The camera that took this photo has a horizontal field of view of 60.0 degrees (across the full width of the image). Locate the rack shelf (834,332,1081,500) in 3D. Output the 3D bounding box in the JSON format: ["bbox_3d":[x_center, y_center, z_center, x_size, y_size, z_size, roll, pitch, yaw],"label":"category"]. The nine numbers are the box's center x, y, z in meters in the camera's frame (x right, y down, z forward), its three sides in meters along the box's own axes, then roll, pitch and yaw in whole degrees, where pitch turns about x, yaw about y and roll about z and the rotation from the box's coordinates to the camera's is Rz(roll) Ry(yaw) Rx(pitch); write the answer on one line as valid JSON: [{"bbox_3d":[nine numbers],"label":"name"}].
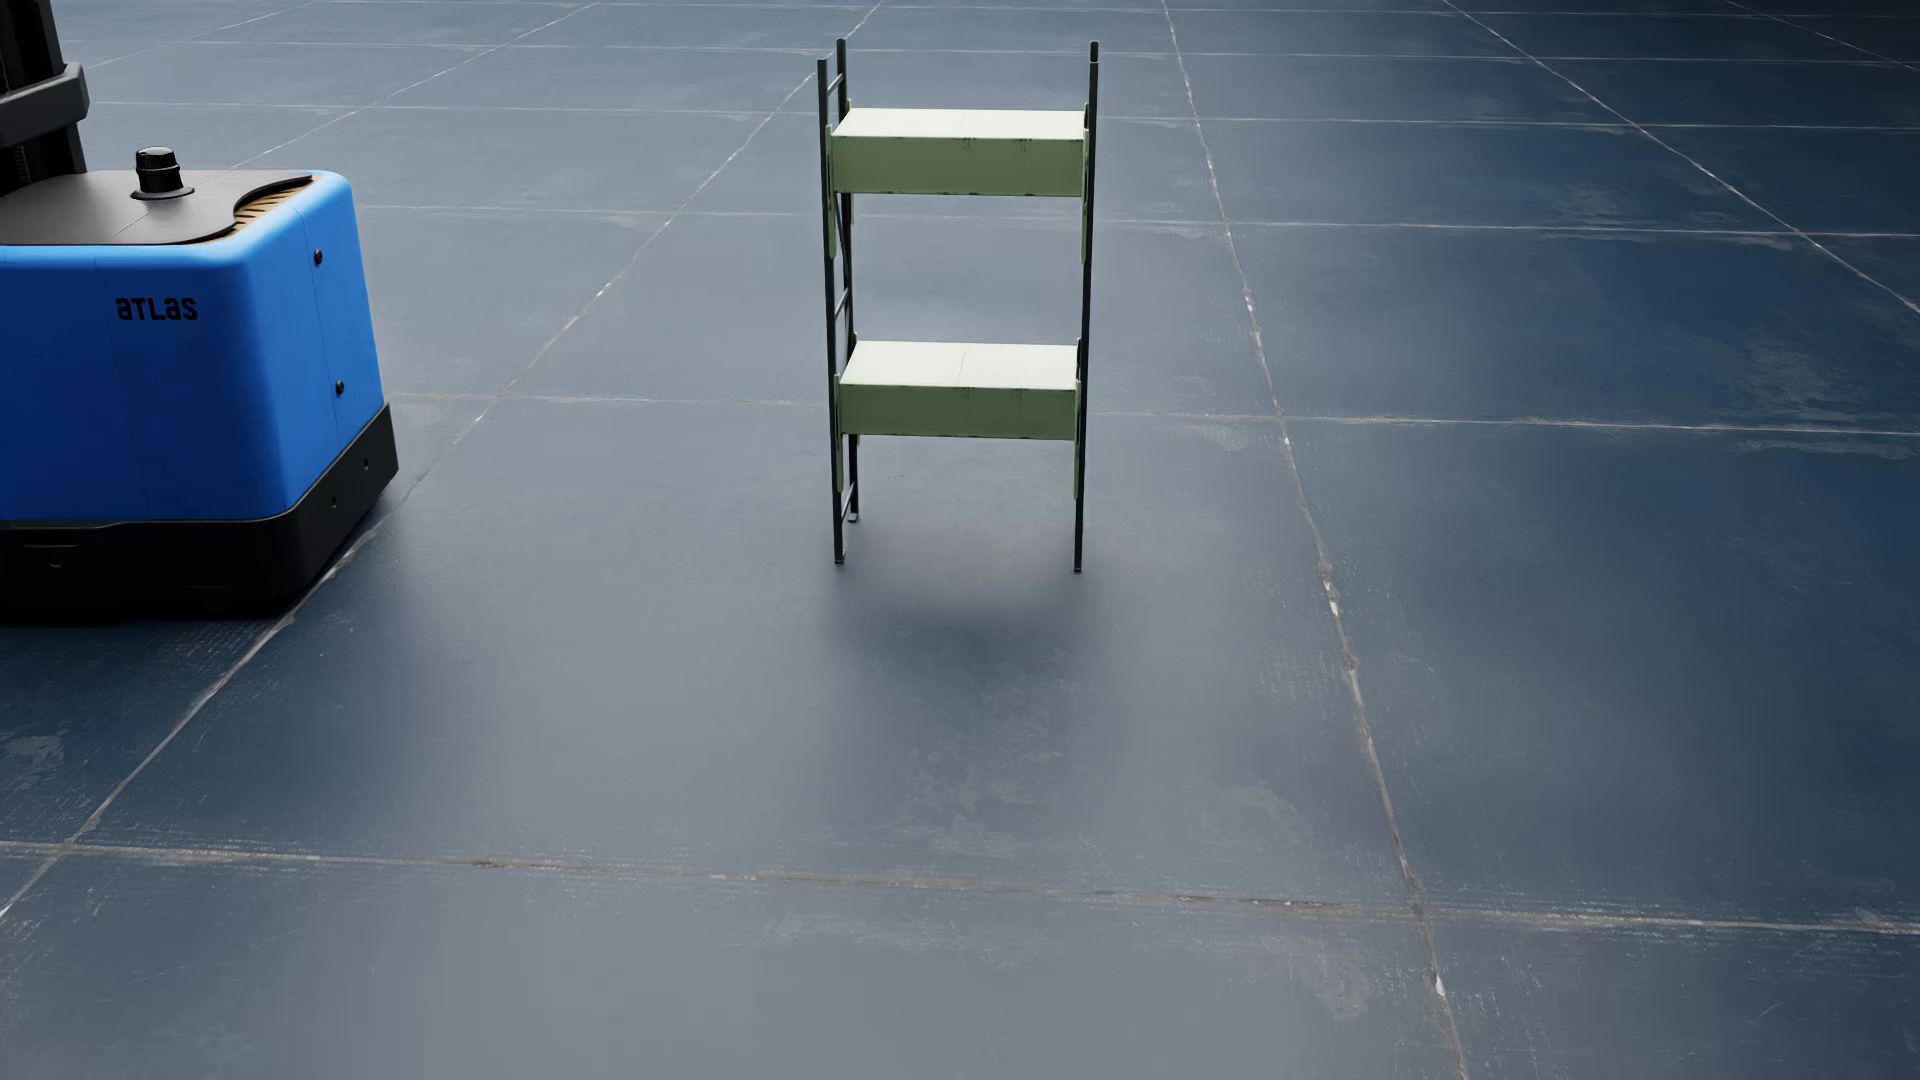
[{"bbox_3d":[0.007,-0.385,5.072,0.720,0.370,0.431,2,25,4],"label":"rack shelf"}]

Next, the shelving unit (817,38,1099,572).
[{"bbox_3d":[0.007,-0.681,4.936,0.755,1.500,0.431,2,25,4],"label":"shelving unit"}]

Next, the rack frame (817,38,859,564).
[{"bbox_3d":[-0.358,-0.693,4.962,0.023,1.500,0.400,2,25,4],"label":"rack frame"}]

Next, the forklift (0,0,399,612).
[{"bbox_3d":[-3.397,-1.315,4.601,3.031,2.935,1.130,0,25,0],"label":"forklift"}]

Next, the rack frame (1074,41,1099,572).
[{"bbox_3d":[0.372,-0.669,4.911,0.023,1.500,0.400,2,25,4],"label":"rack frame"}]

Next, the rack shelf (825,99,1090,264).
[{"bbox_3d":[0.007,-1.036,4.773,0.720,0.370,0.431,2,25,4],"label":"rack shelf"}]
